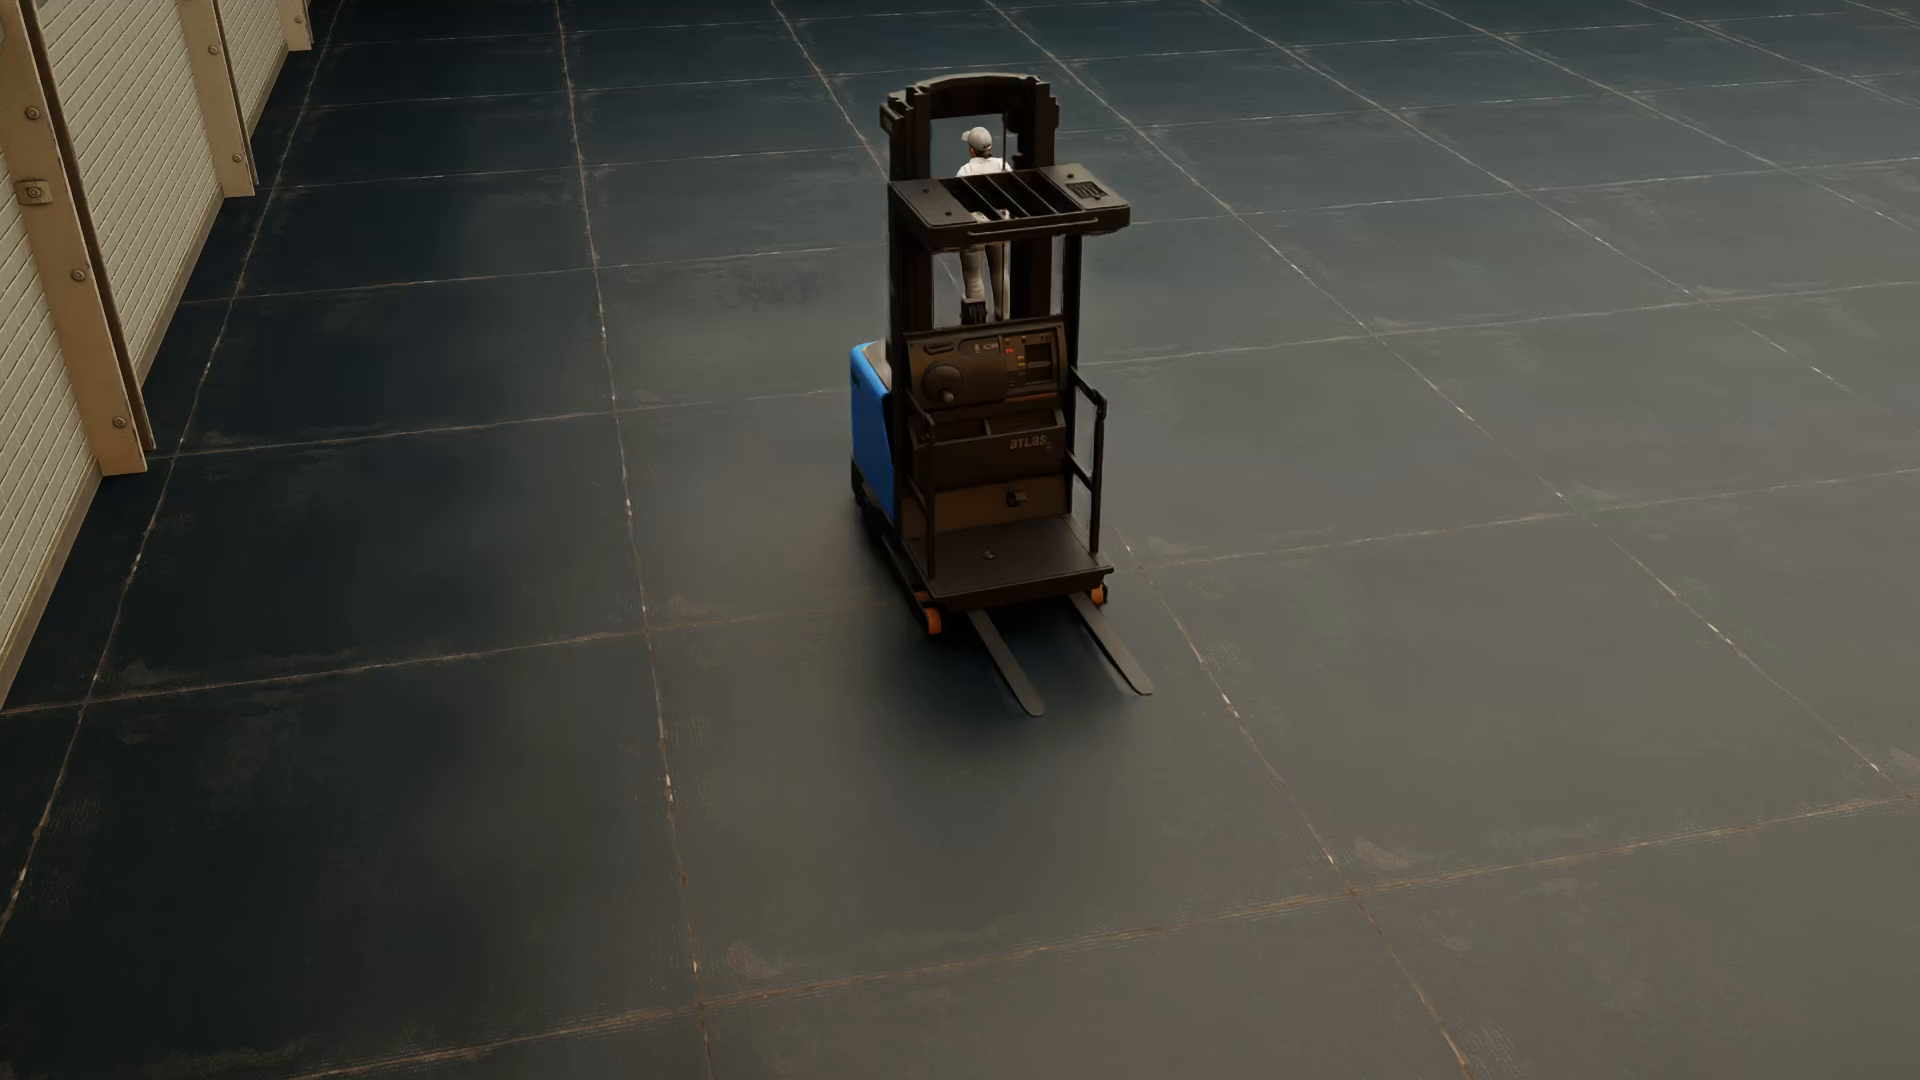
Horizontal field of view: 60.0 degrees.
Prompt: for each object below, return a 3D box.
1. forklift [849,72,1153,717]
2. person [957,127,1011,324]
[{"bbox_3d":[0.225,-0.946,9.209,1.130,2.935,3.031,-9,31,-15],"label":"forklift"},{"bbox_3d":[0.165,-2.446,13.046,0.598,1.670,0.529,-10,31,-16],"label":"person"}]
